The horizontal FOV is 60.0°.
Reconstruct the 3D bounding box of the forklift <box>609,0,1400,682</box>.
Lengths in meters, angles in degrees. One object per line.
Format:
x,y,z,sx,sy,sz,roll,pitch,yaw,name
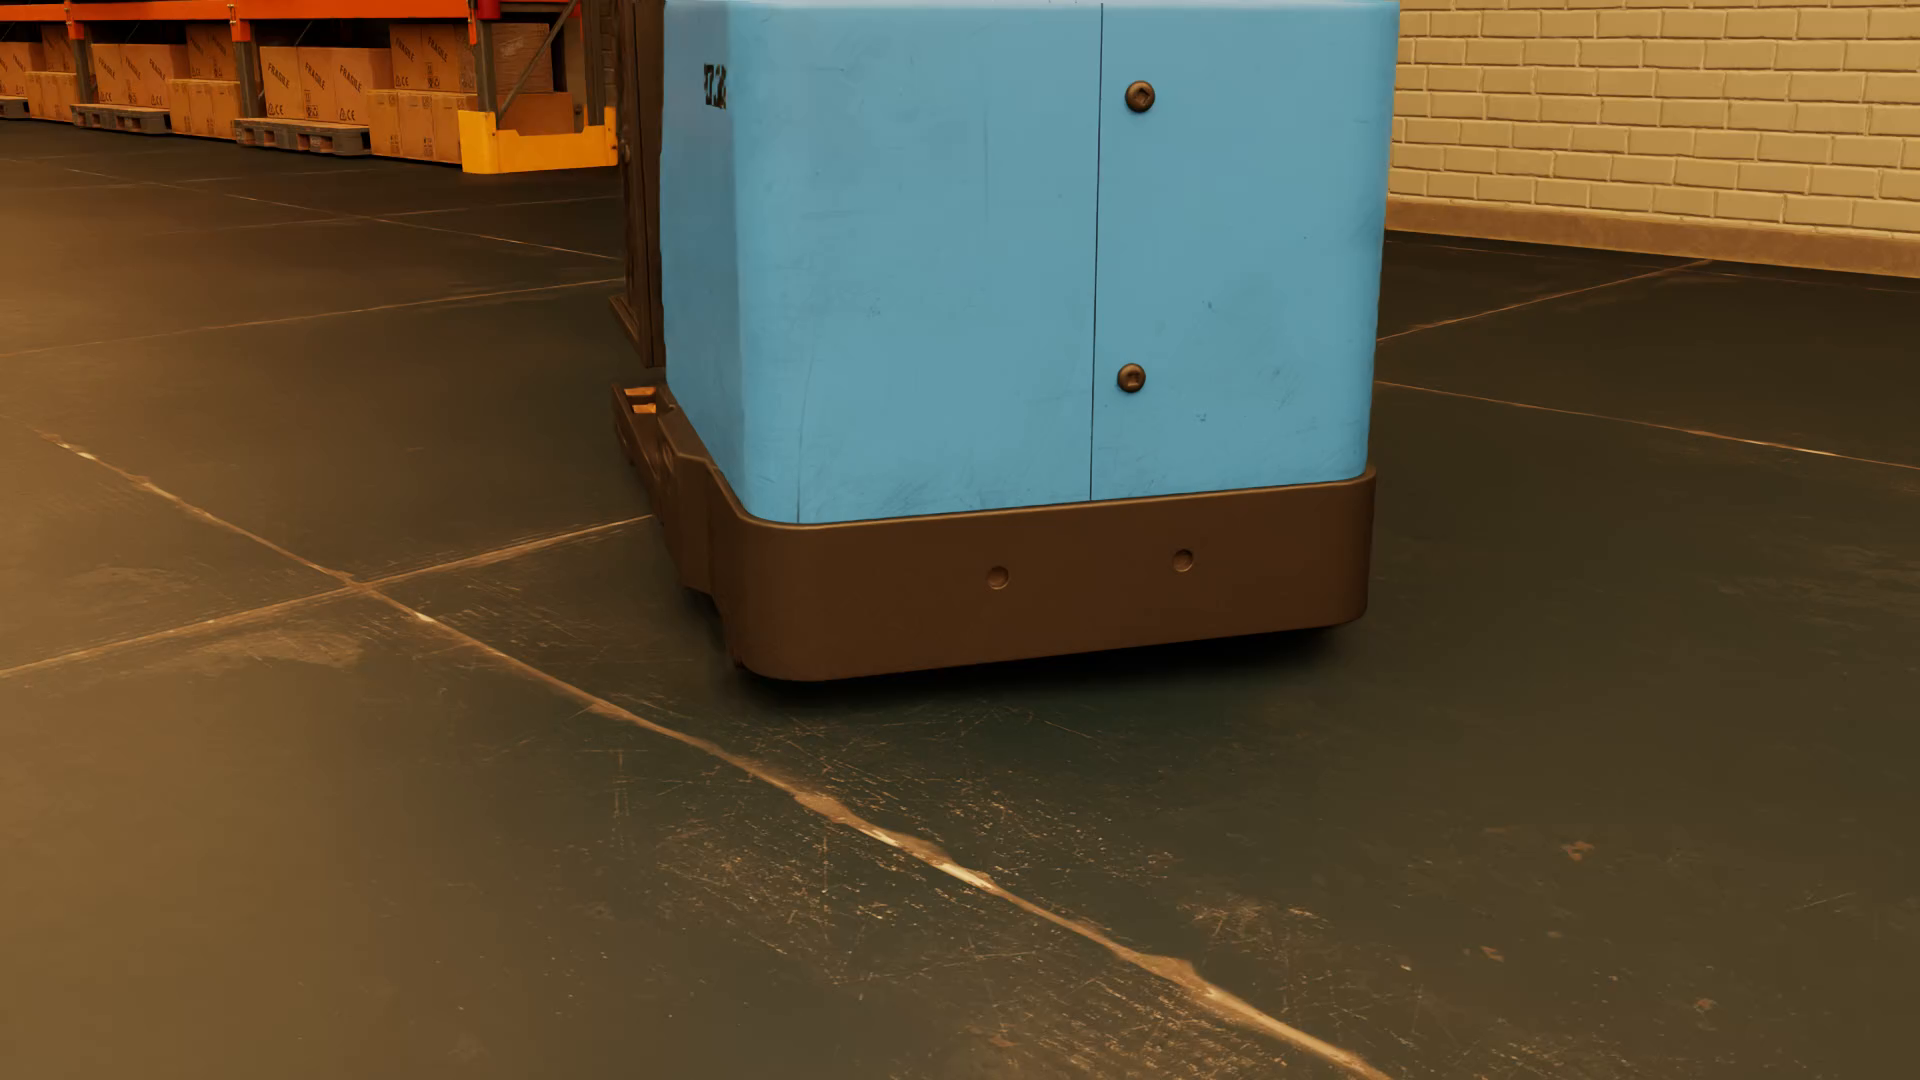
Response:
-0.228,-1.585,3.560,1.130,2.935,3.031,-5,18,-16,forklift
